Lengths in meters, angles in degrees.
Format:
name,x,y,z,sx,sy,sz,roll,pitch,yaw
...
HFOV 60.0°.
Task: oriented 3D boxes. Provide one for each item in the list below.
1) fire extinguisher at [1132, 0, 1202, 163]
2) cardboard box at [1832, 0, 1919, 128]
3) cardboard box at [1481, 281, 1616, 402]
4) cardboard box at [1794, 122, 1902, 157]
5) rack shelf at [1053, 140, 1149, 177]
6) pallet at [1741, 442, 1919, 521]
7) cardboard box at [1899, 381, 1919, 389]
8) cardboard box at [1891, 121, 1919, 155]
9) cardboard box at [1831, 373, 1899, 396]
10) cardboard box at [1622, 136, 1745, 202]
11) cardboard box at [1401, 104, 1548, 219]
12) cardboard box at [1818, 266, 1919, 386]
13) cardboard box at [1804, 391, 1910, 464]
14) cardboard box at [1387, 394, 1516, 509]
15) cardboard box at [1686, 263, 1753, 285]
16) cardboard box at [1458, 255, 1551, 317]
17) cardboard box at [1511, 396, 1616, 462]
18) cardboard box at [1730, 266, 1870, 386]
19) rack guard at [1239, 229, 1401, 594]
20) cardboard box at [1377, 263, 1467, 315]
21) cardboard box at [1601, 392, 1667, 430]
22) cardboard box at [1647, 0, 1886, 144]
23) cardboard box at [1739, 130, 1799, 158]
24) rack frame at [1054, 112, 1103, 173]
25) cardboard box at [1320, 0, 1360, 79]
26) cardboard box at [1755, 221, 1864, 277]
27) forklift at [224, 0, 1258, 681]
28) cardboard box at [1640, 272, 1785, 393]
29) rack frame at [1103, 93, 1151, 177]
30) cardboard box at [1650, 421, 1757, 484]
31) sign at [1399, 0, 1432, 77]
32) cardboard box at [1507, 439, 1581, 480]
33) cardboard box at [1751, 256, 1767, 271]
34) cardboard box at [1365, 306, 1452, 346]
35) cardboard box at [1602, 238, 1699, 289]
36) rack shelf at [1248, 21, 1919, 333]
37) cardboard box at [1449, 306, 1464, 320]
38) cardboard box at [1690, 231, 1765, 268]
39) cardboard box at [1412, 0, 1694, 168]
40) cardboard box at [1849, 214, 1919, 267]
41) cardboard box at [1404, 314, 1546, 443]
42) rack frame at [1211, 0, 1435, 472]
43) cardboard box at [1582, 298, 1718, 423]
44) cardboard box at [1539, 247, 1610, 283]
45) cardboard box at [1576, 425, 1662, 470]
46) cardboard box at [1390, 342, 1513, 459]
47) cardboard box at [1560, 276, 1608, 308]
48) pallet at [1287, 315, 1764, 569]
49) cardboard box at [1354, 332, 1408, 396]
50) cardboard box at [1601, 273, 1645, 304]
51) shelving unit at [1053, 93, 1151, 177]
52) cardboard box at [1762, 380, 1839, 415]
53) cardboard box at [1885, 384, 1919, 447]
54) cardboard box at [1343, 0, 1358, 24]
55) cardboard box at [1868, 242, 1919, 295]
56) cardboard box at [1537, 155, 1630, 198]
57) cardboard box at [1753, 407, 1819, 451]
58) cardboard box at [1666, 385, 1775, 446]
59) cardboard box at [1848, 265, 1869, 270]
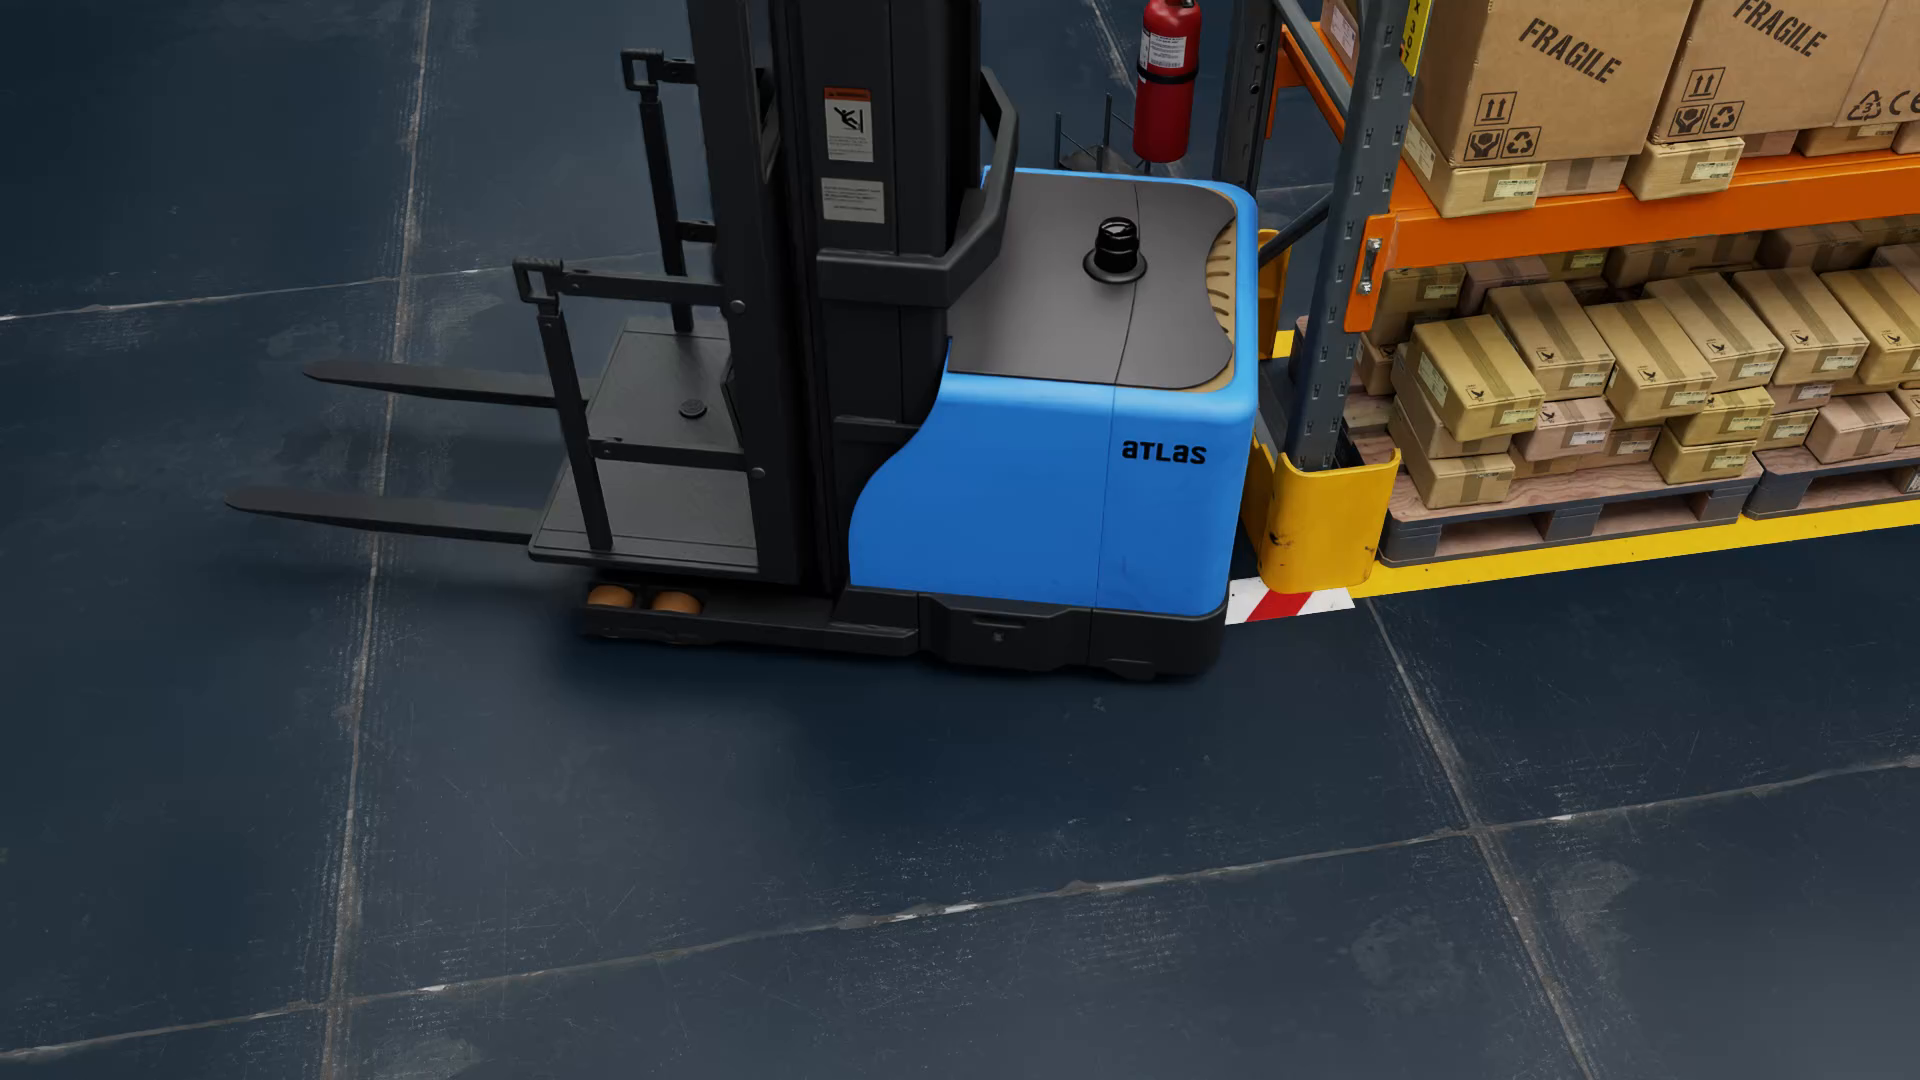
name,x,y,z,sx,sy,sz,roll,pitch,yaw
fire extinguisher,0.613,-1.434,4.862,0.183,0.674,0.296,-7,46,-7
cardboard box,2.437,-1.426,4.265,0.500,0.500,0.500,-7,46,-6
cardboard box,1.765,-0.600,5.020,0.250,0.149,0.380,-6,46,-6
cardboard box,2.336,-1.215,4.512,0.250,0.149,0.380,-8,47,-7
rack shelf,0.462,-1.190,5.443,0.200,0.077,0.258,-26,51,-23
pallet,3.020,-0.558,5.641,1.213,0.211,1.003,-7,46,-7
cardboard box,3.050,-0.666,5.290,0.250,0.149,0.380,-5,46,-5
cardboard box,2.584,-1.225,4.522,0.250,0.149,0.380,-8,47,-8
cardboard box,2.782,-0.640,5.265,0.250,0.149,0.380,-5,46,-5
cardboard box,1.832,-1.070,4.372,0.250,0.149,0.380,-8,47,-8
cardboard box,1.315,-1.014,4.319,0.250,0.149,0.380,-7,47,-7
cardboard box,2.807,-0.656,5.074,0.250,0.149,0.380,-6,46,-6
cardboard box,2.764,-0.435,5.274,0.250,0.149,0.380,-9,47,-9
cardboard box,1.510,-0.288,5.132,0.250,0.149,0.380,-6,46,-6
cardboard box,2.431,-0.959,5.573,0.250,0.149,0.380,-6,46,-6
cardboard box,1.675,-0.892,5.301,0.250,0.149,0.380,-6,46,-6
cardboard box,1.779,-0.430,5.063,0.250,0.149,0.380,-7,47,-7
cardboard box,2.540,-0.656,5.074,0.250,0.149,0.380,-5,46,-5
rack guard,1.014,-0.436,5.323,0.348,0.500,1.175,-7,46,-7
cardboard box,1.418,-0.902,5.311,0.250,0.149,0.380,-7,46,-6
cardboard box,2.005,-0.523,5.152,0.250,0.149,0.380,-7,46,-6
cardboard box,1.952,-1.375,4.216,0.500,0.500,0.500,-7,46,-7
cardboard box,2.065,-1.199,4.497,0.250,0.149,0.380,-5,46,-5
rack frame,0.377,-0.985,5.574,0.006,0.900,0.240,-26,51,-23
cardboard box,1.213,-1.448,4.736,0.250,0.149,0.380,-7,46,-7
cardboard box,2.709,-1.027,5.431,0.250,0.149,0.380,-9,47,-8
forklift,-0.695,-1.079,4.255,3.031,2.935,1.130,5,46,5
cardboard box,2.265,-0.629,5.048,0.250,0.149,0.380,-9,47,-9
rack frame,0.546,-1.067,5.653,0.006,0.900,0.240,-26,51,-23
cardboard box,2.268,-0.367,5.209,0.250,0.149,0.380,-7,46,-6
sign,1.032,-1.209,3.731,0.005,0.325,0.100,-7,46,-7
cardboard box,1.754,-0.378,5.219,0.250,0.149,0.380,-7,47,-7
cardboard box,2.686,-0.977,5.590,0.250,0.149,0.380,-5,46,-5
cardboard box,1.411,-0.821,5.440,0.250,0.149,0.380,-8,47,-8
cardboard box,2.175,-1.001,5.406,0.250,0.149,0.380,-9,47,-8
rack shelf,2.910,-1.290,4.910,4.000,0.370,1.077,-7,46,-7
cardboard box,1.678,-0.815,5.434,0.250,0.149,0.380,-8,47,-8
cardboard box,2.430,-1.073,5.476,0.250,0.149,0.380,-6,46,-5
cardboard box,1.429,-1.291,4.135,0.500,0.500,0.500,-5,46,-5
cardboard box,2.962,-1.079,5.482,0.250,0.149,0.380,-7,46,-7
cardboard box,1.514,-0.480,4.905,0.250,0.149,0.380,-9,47,-9
rack frame,0.939,-1.294,4.414,0.127,3.000,1.000,-7,46,-7
cardboard box,2.035,-0.540,4.962,0.250,0.149,0.380,-7,47,-7
cardboard box,1.909,-1.014,5.419,0.250,0.149,0.380,-8,47,-8
cardboard box,1.998,-0.413,5.254,0.250,0.149,0.380,-7,46,-6
cardboard box,1.499,-0.436,5.069,0.250,0.149,0.380,-5,46,-5
cardboard box,1.923,-0.886,5.502,0.250,0.149,0.380,-9,47,-8
pallet,1.821,-0.411,5.499,1.213,0.211,1.003,-7,46,-7
cardboard box,1.423,-0.663,5.494,0.250,0.149,0.380,-6,46,-6
cardboard box,2.205,-0.846,5.464,0.250,0.149,0.380,-8,47,-7
shelving unit,0.462,-1.026,5.614,0.210,0.900,0.258,-26,51,-23
cardboard box,2.522,-0.577,5.204,0.250,0.149,0.380,-9,47,-9
cardboard box,3.032,-0.487,5.325,0.250,0.149,0.380,-7,46,-7
cardboard box,1.338,-1.670,4.500,0.500,0.500,0.500,-6,46,-6
cardboard box,3.038,-0.755,5.169,0.250,0.149,0.380,-7,46,-7
cardboard box,1.558,-1.075,4.377,0.250,0.149,0.380,-6,46,-5
cardboard box,2.503,-0.466,5.304,0.250,0.149,0.380,-7,46,-7
cardboard box,2.276,-0.477,5.108,0.250,0.149,0.380,-6,46,-6
cardboard box,2.953,-1.031,5.642,0.250,0.149,0.380,-7,46,-6
